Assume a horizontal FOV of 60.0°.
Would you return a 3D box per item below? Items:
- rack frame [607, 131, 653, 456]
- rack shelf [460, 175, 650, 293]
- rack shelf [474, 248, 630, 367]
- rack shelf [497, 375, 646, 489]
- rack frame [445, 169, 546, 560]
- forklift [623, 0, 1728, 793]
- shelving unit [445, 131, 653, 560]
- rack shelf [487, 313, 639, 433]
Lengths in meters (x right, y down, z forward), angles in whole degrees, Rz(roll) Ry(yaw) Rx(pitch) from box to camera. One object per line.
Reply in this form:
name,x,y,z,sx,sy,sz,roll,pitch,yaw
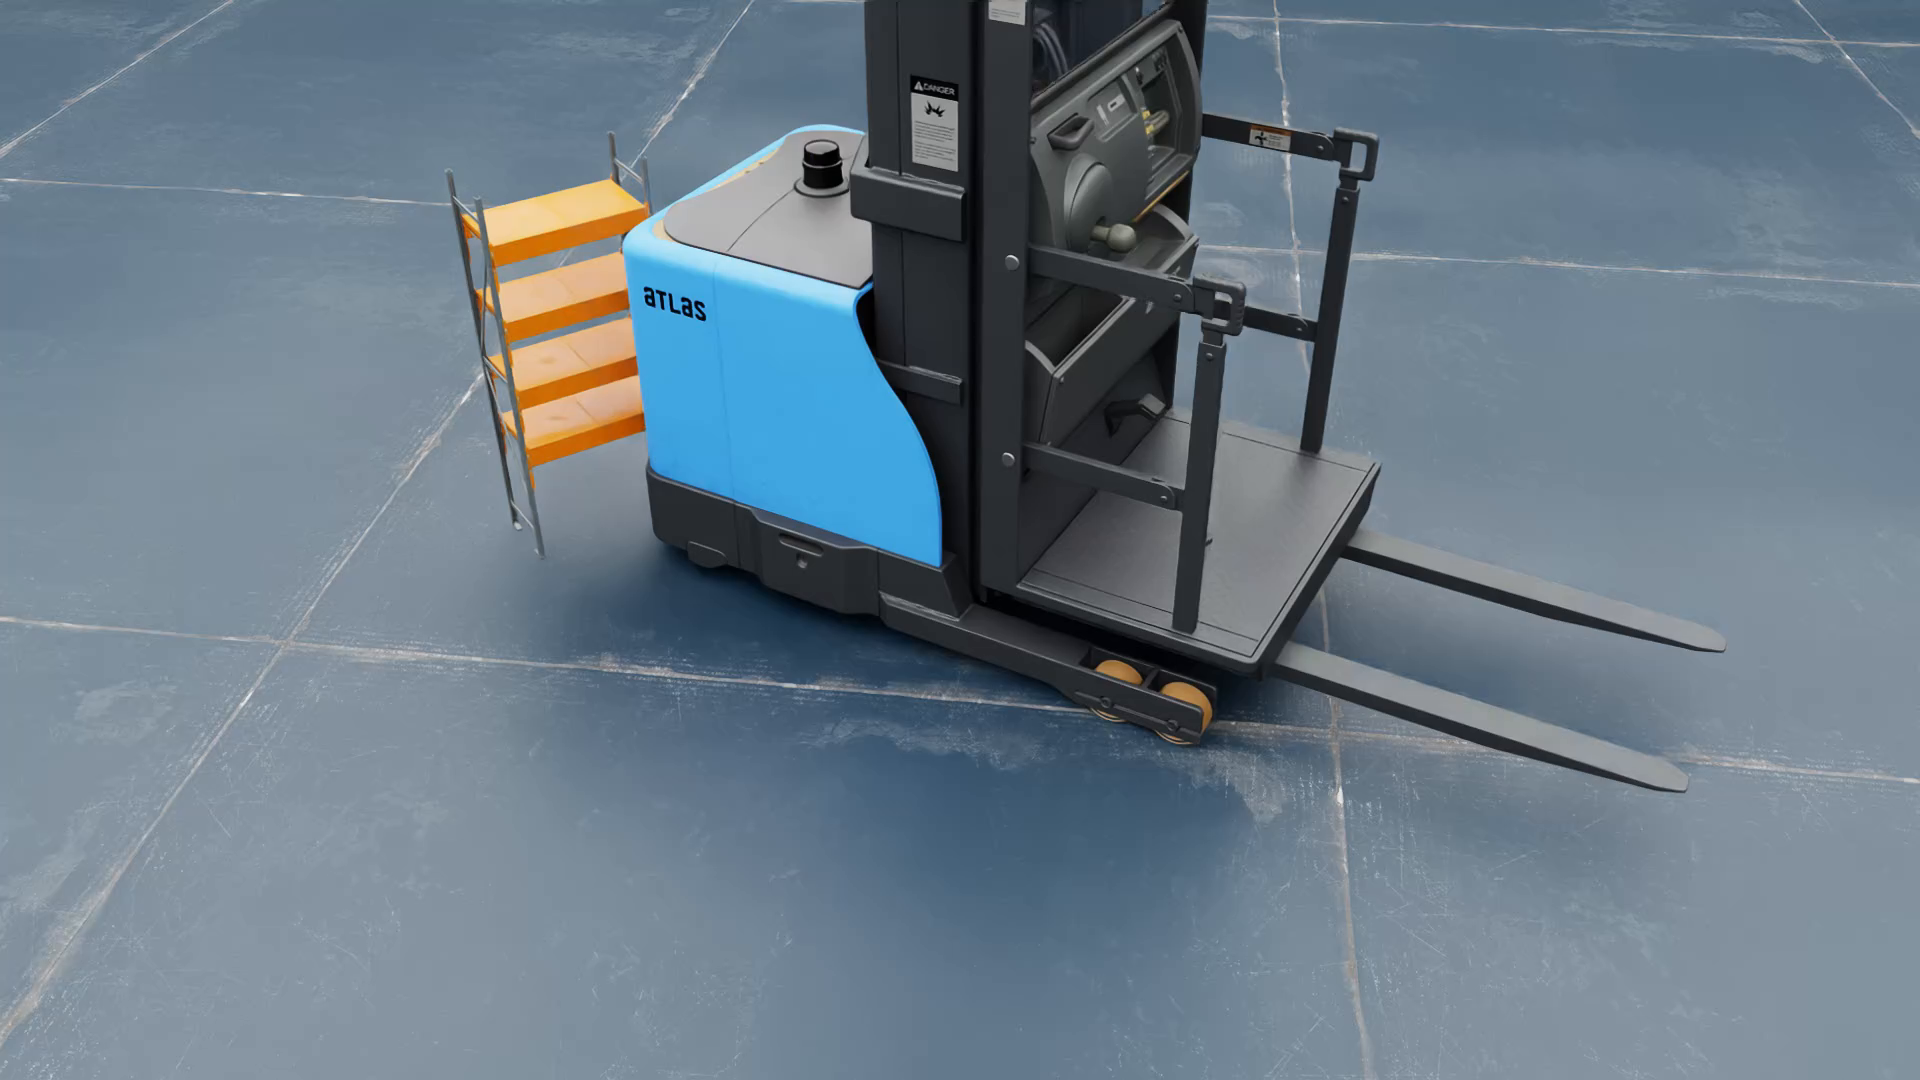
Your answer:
rack frame,-0.958,-0.647,5.123,0.015,1.200,0.240,-22,41,-27
rack shelf,-1.160,-0.887,4.783,0.480,0.148,0.258,-22,41,-27
rack shelf,-1.160,-0.694,4.921,0.480,0.148,0.258,-22,41,-27
rack shelf,-1.160,-0.351,5.166,0.480,0.148,0.258,-22,41,-27
rack frame,-1.362,-0.487,4.900,0.015,1.200,0.240,-22,41,-27
forklift,0.587,-0.996,4.123,3.031,2.935,1.130,18,39,23
shelving unit,-1.160,-0.567,5.012,0.503,1.200,0.258,-22,41,-27
rack shelf,-1.160,-0.512,5.051,0.480,0.148,0.258,-22,41,-27
